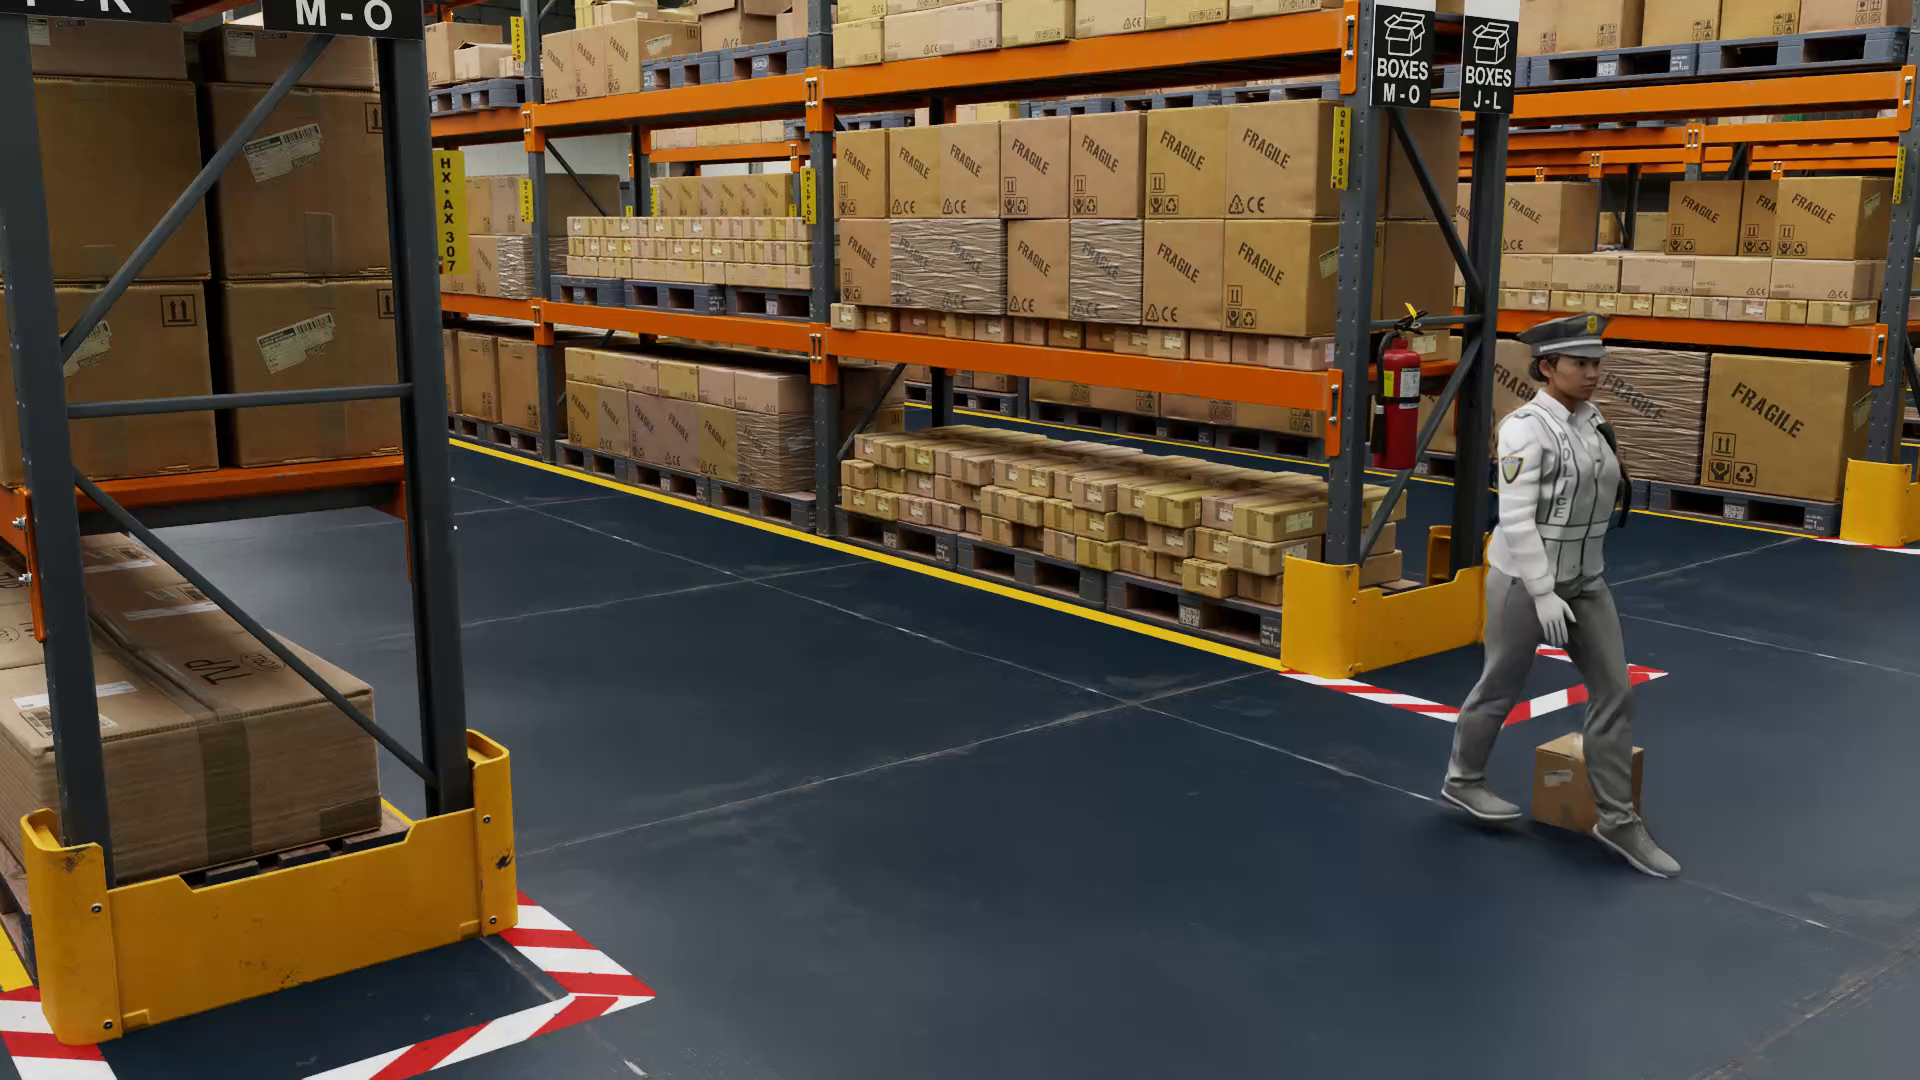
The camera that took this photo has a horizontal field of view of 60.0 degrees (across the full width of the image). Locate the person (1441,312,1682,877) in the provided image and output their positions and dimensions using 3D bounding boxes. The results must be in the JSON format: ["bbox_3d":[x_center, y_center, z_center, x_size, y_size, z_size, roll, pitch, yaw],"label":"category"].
[{"bbox_3d":[1.837,0.156,5.115,0.522,1.706,0.773,-7,13,-31],"label":"person"}]
